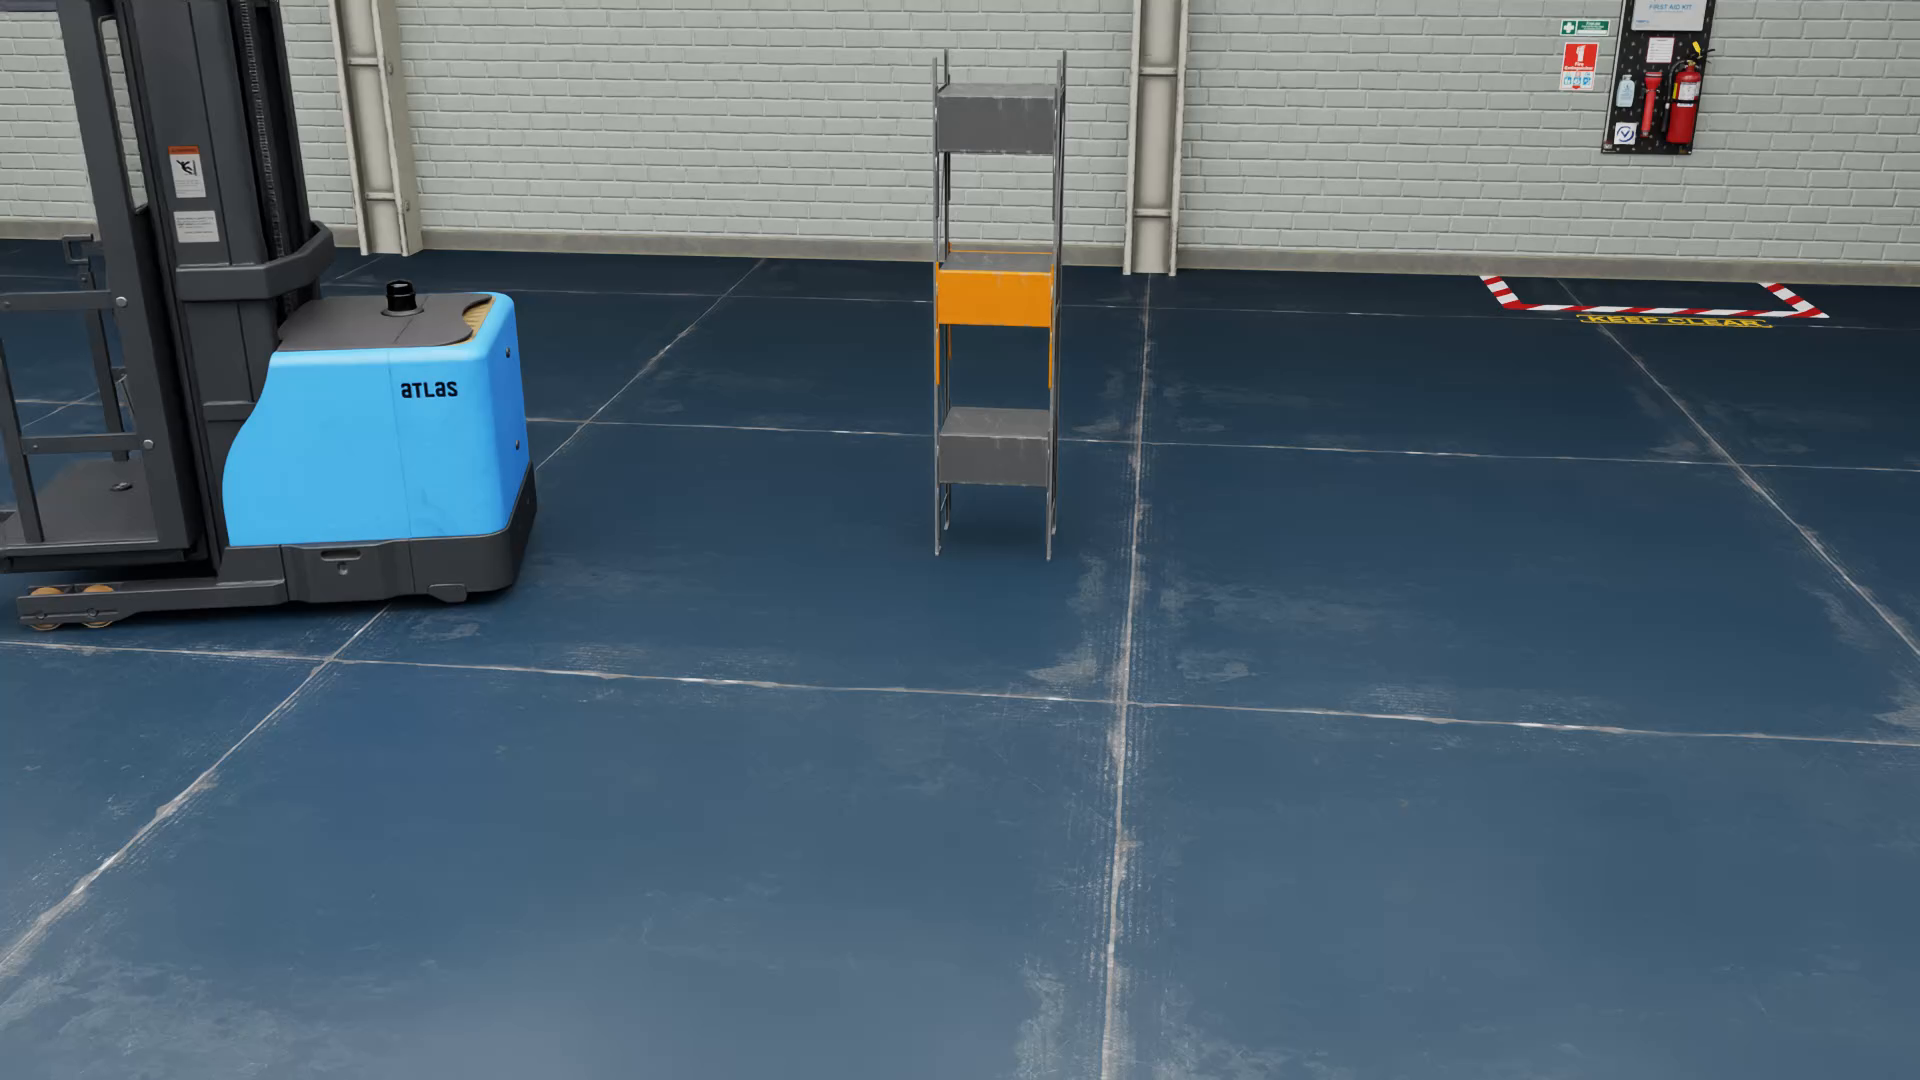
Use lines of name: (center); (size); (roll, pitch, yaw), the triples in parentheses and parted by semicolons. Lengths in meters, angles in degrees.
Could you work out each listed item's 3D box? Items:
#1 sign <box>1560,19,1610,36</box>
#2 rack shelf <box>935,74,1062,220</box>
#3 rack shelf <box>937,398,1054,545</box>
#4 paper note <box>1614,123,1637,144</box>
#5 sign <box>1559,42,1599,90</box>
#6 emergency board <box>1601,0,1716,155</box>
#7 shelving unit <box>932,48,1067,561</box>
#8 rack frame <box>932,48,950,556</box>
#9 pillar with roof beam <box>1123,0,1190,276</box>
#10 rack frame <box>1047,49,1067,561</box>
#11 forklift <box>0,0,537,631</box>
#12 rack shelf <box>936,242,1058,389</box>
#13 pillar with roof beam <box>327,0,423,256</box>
sign: (4.413, -3.617, 11.740); (0.331, 0.109, 0.001); (2, 22, 6)
rack shelf: (0.164, -1.608, 6.783); (0.480, 0.518, 0.431); (2, 22, 6)
rack shelf: (0.164, -0.306, 7.298); (0.480, 0.518, 0.431); (2, 22, 6)
paper note: (4.779, -2.919, 11.942); (0.142, 0.148, 0.016); (2, 22, 6)
sign: (4.410, -3.374, 11.846); (0.234, 0.329, 0.001); (2, 22, 6)
emergency board: (4.947, -3.296, 11.697); (0.643, 1.169, 0.194); (2, 22, 6)
shelving unit: (0.164, -0.969, 7.036); (0.503, 2.100, 0.431); (2, 22, 6)
rack frame: (-0.078, -0.980, 7.062); (0.015, 2.100, 0.400); (2, 22, 6)
pillar with roof beam: (0.931, -4.653, 6.969); (0.400, 9.000, 9.100); (2, 22, 6)
rack frame: (0.407, -0.959, 7.009); (0.015, 2.100, 0.400); (2, 22, 6)
forklift: (-3.381, -1.213, 6.522); (3.031, 2.935, 1.130); (-3, 22, -7)
rack shelf: (0.164, -0.957, 7.041); (0.480, 0.518, 0.431); (2, 22, 6)
pillar with roof beam: (-5.027, -4.912, 7.626); (0.400, 9.000, 9.100); (2, 22, 6)
